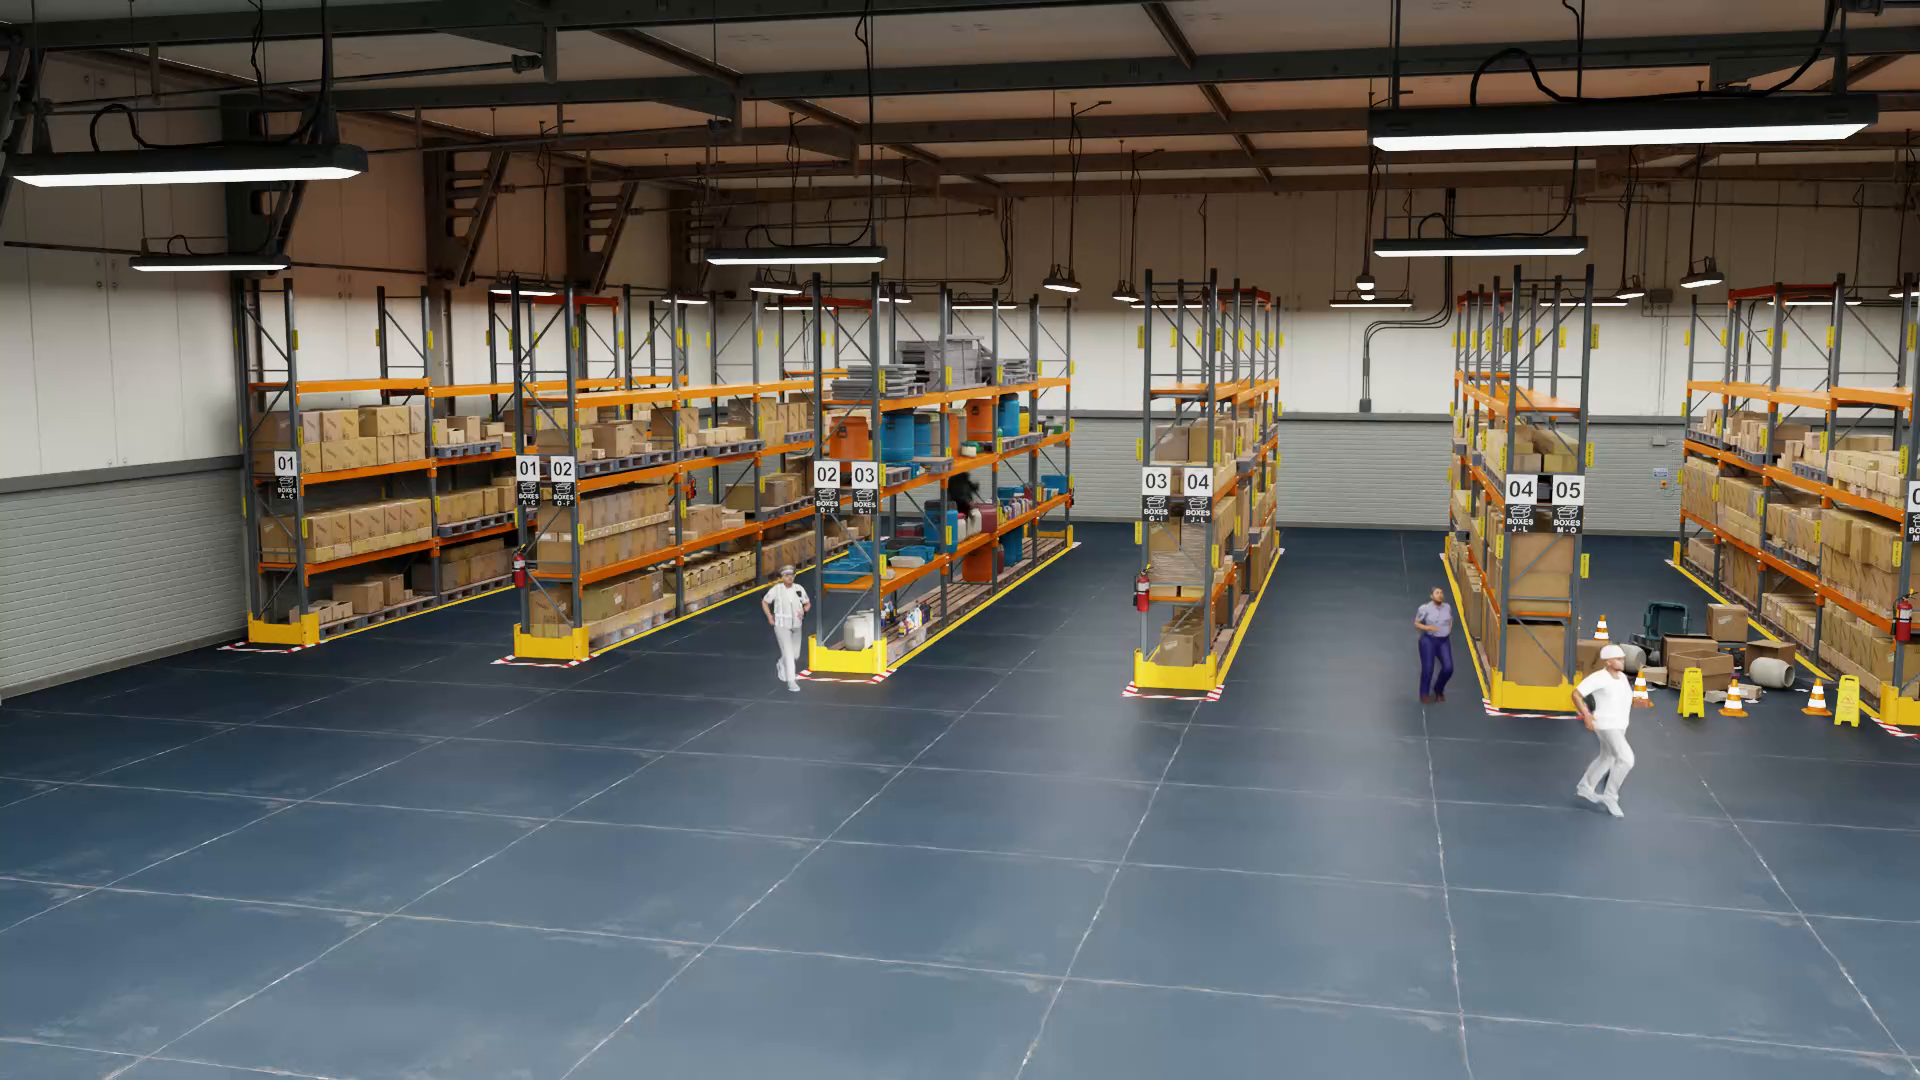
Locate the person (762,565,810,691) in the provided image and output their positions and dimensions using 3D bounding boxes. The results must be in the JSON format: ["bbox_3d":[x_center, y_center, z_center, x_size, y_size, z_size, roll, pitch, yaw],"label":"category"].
[{"bbox_3d":[-2.479,1.251,24.155,0.685,1.792,0.851,-4,8,-31],"label":"person"}]

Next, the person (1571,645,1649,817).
[{"bbox_3d":[6.924,2.019,17.681,0.669,1.817,0.746,-7,9,-44],"label":"person"}]

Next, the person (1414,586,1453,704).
[{"bbox_3d":[6.582,1.475,22.950,0.606,1.658,0.577,-1,7,-6],"label":"person"}]
